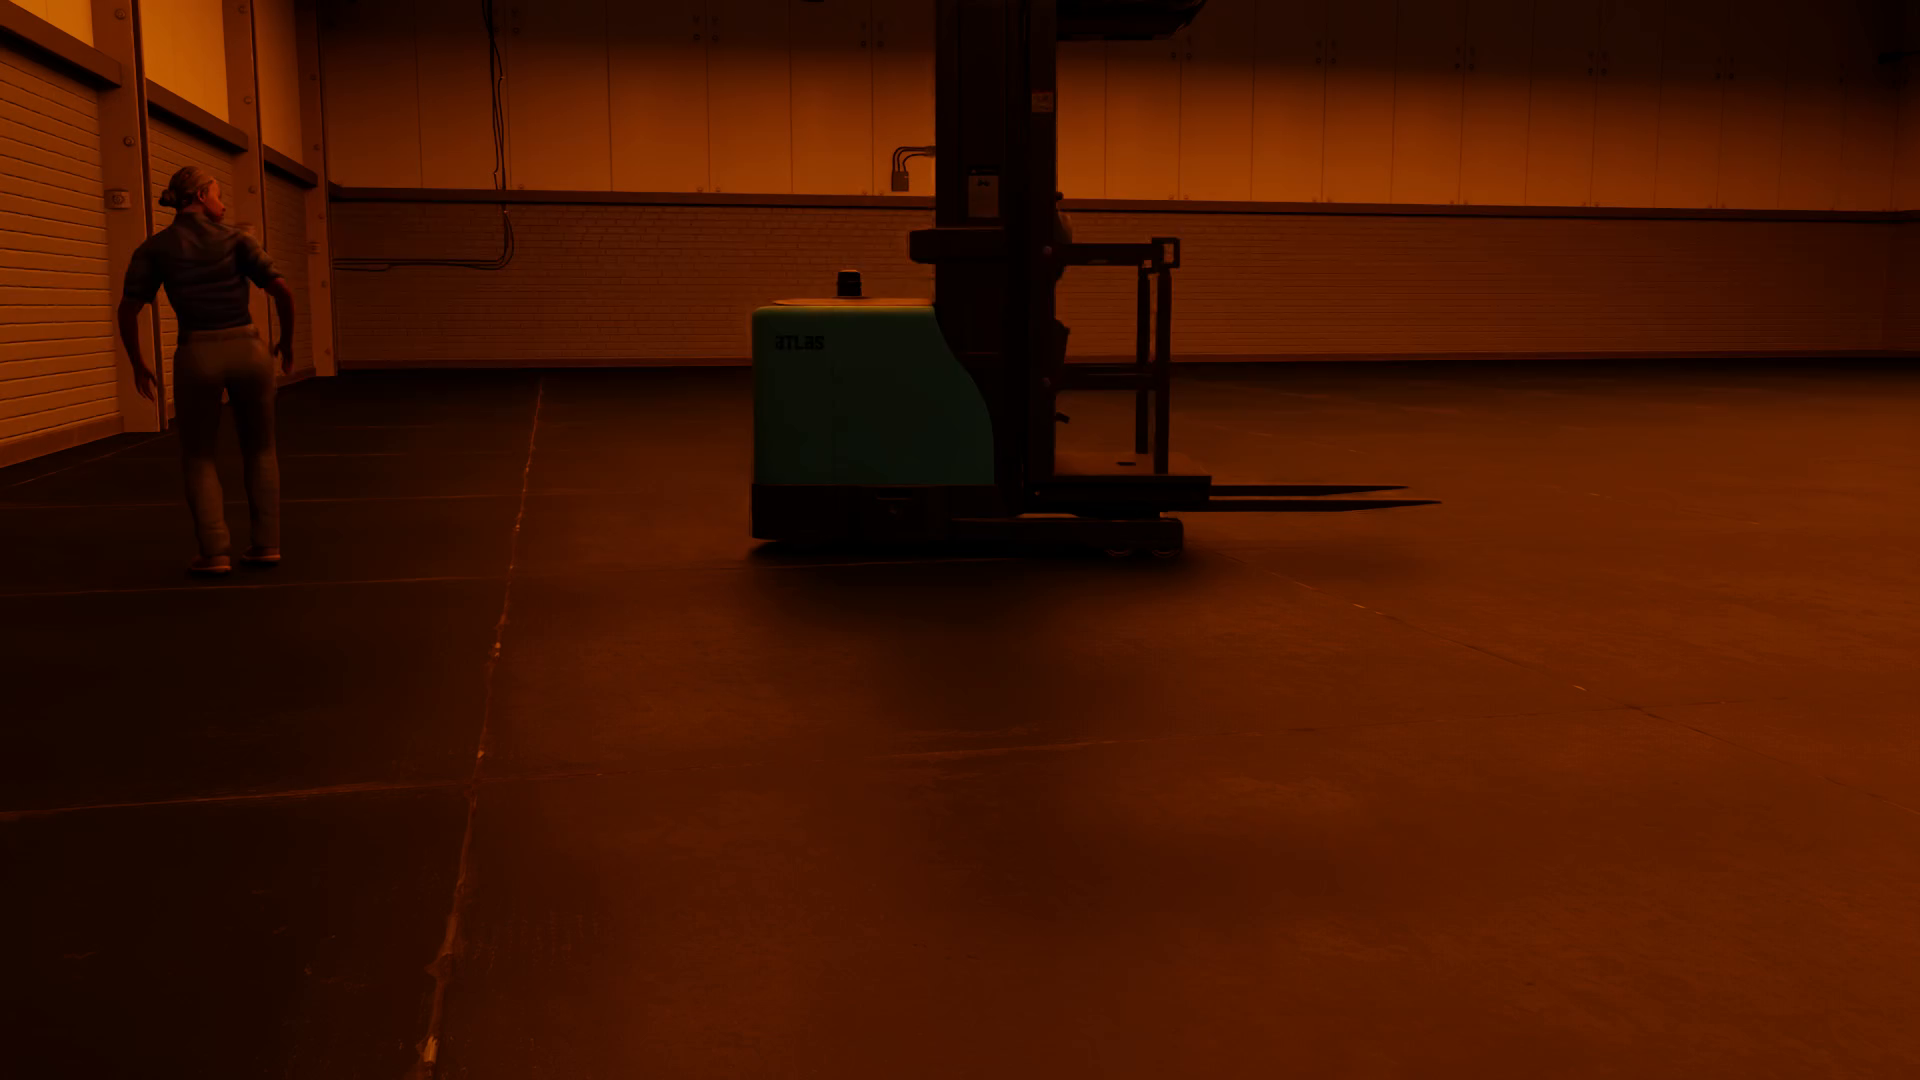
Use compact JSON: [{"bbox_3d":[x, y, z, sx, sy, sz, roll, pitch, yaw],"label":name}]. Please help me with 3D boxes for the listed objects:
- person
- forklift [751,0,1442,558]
[{"bbox_3d":[-3.053,-0.689,6.771,0.648,1.634,0.466,-4,9,-27],"label":"person"},{"bbox_3d":[0.610,-1.450,7.494,3.031,2.935,1.130,0,8,1],"label":"forklift"}]
